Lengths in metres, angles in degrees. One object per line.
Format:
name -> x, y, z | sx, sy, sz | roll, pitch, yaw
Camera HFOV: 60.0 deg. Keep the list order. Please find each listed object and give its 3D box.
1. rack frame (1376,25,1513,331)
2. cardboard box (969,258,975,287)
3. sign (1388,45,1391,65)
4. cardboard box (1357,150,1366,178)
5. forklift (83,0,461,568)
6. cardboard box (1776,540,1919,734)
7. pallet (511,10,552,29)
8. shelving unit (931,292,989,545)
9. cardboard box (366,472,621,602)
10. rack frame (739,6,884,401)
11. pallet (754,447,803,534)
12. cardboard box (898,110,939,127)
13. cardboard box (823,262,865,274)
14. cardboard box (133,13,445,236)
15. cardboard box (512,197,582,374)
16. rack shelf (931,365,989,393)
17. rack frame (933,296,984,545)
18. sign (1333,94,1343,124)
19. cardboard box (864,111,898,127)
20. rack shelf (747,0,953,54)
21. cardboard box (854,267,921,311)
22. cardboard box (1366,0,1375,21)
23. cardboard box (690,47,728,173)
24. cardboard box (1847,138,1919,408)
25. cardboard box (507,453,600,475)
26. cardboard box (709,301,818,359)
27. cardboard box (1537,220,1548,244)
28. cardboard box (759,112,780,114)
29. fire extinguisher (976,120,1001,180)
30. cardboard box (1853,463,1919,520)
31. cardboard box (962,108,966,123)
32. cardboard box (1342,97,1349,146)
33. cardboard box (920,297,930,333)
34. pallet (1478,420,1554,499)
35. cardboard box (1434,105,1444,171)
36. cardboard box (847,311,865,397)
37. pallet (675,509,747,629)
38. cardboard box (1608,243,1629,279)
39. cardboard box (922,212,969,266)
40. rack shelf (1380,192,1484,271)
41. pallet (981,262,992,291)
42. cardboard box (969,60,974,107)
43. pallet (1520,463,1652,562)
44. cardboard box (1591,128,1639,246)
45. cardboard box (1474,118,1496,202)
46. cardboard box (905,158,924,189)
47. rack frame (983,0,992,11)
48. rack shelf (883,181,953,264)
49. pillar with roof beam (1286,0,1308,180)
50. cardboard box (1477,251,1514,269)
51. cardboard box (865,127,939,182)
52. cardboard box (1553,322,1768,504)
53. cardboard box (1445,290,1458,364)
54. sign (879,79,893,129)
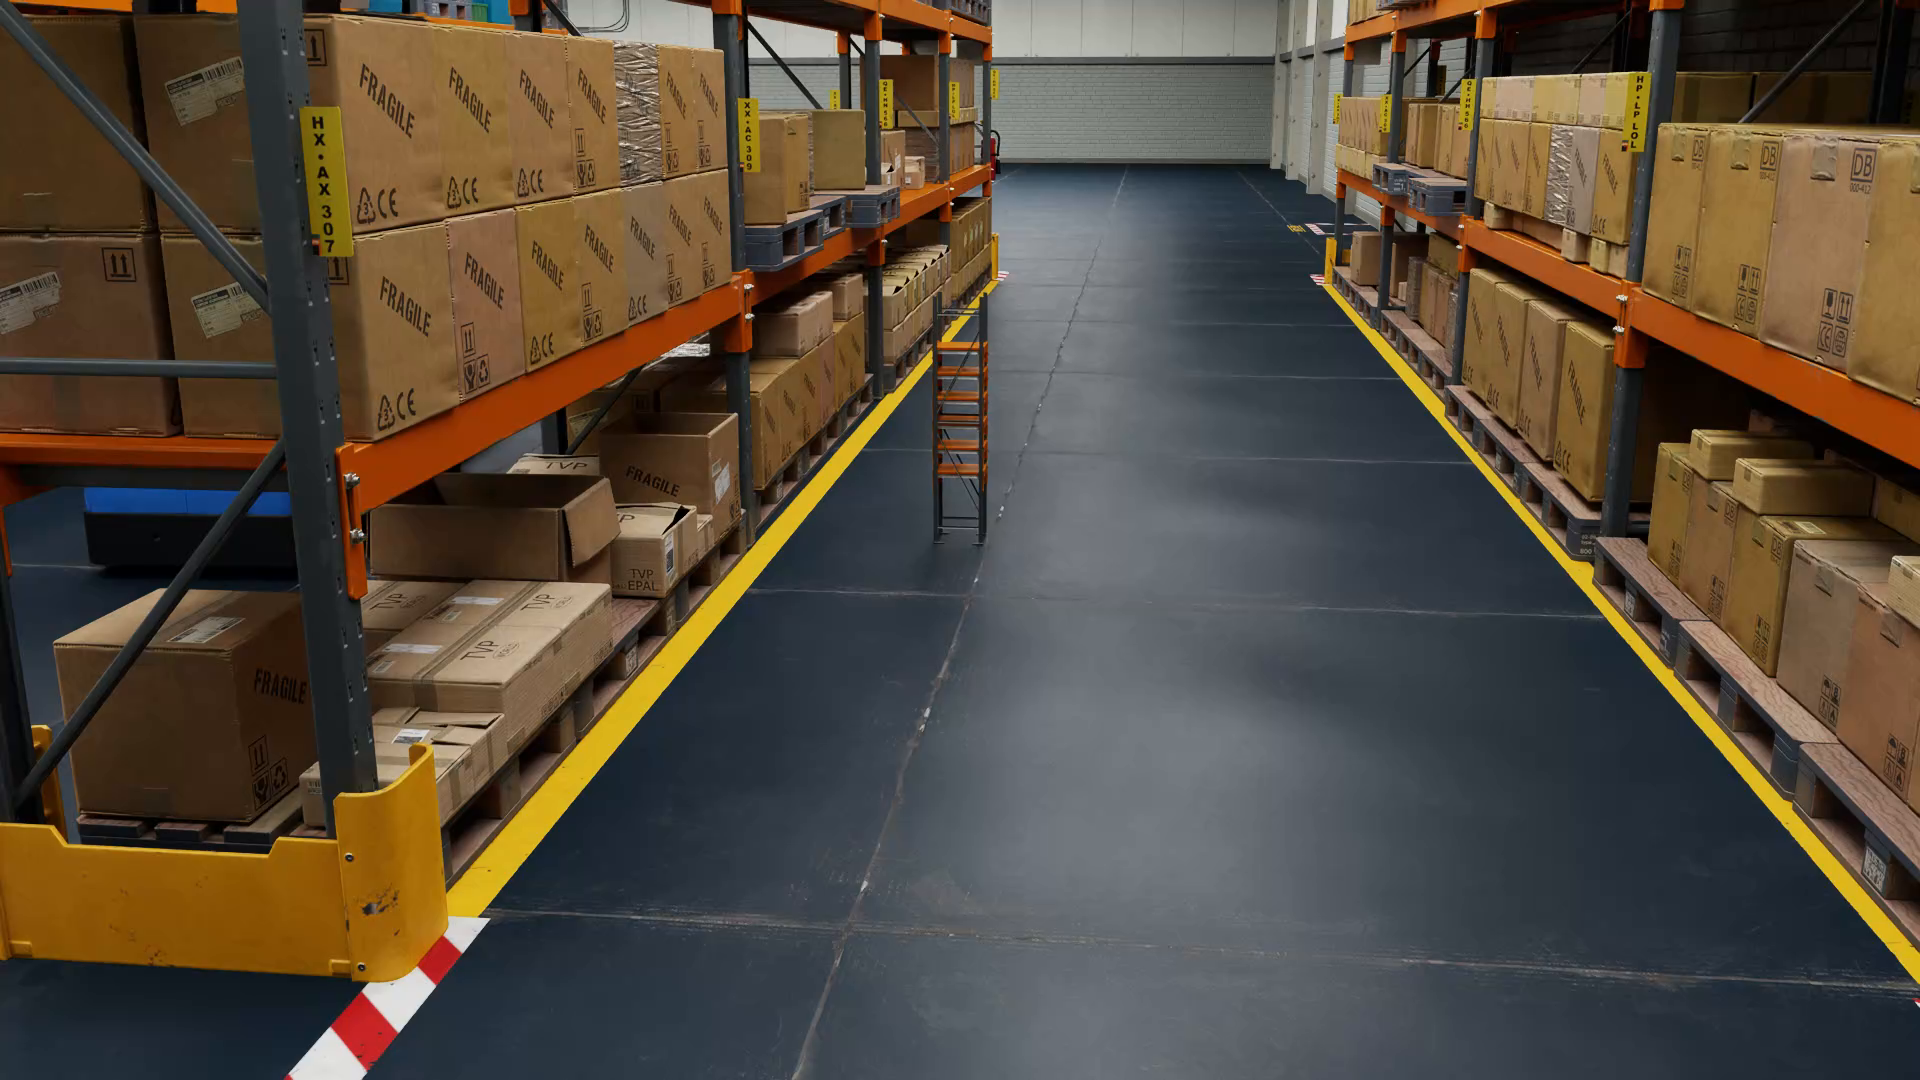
rack frame -> 4.326, -3.361, 14.843 | 1.000, 3.000, 0.127 | 2, 15, 6
cardboard box -> -0.120, -2.751, 17.053 | 0.500, 0.250, 0.500 | 2, 15, 6
sign -> 6.651, -7.505, 25.730 | 0.001, 0.298, 0.199 | 2, 15, 6
cardboard box -> 4.184, -3.689, 16.309 | 0.500, 0.250, 0.500 | 2, 15, 6
forklift -> -3.339, -1.620, 8.540 | 1.130, 2.935, 3.031 | 1, 15, 3
cardboard box -> 3.064, 0.311, 5.250 | 0.700, 0.500, 0.500 | 1, 15, 4
pallet -> -5.257, -5.835, 18.609 | 1.003, 0.211, 1.213 | 2, 15, 6
shelving unit -> 0.002, -0.583, 8.019 | 0.258, 1.200, 0.189 | 2, 15, 6
cardboard box -> -1.707, 0.050, 6.172 | 0.797, 0.503, 0.637 | 2, 15, 6
rack frame -> -1.048, -2.468, 11.543 | 1.000, 3.000, 0.127 | 2, 15, 6
pallet -> -1.445, -0.296, 8.854 | 1.003, 0.211, 1.213 | 2, 15, 6
cardboard box -> -0.374, -3.931, 15.518 | 0.380, 0.149, 0.250 | 2, 15, 6
cardboard box -> -1.063, -2.153, 13.766 | 0.500, 0.311, 0.500 | 2, 15, 8
cardboard box -> -1.639, -1.031, 4.123 | 0.500, 0.500, 0.500 | 2, 15, 8
cardboard box -> -1.526, -0.813, 5.230 | 0.500, 0.500, 0.500 | 2, 15, 6
rack shelf -> 0.002, -0.772, 7.968 | 0.258, 0.103, 0.180 | 2, 15, 6
rack frame -> -0.009, -0.559, 7.932 | 0.240, 1.200, 0.006 | 2, 15, 6
sign -> 4.238, -4.832, 18.626 | 0.100, 0.325, 0.005 | 2, 15, 6
cardboard box -> -0.779, -3.944, 15.566 | 0.380, 0.149, 0.250 | 2, 15, 6
rack shelf -> -0.823, -4.087, 13.163 | 1.077, 0.370, 4.000 | 2, 15, 6
cardboard box -> -0.587, -2.010, 13.238 | 0.500, 0.311, 0.500 | 1, 15, 5
cardboard box -> 4.301, -5.412, 16.453 | 0.500, 0.500, 0.500 | 3, 15, 10
cardboard box -> -1.299, -1.823, 7.049 | 0.500, 0.500, 0.500 | 2, 15, 7
cardboard box -> 3.090, -0.715, 4.484 | 0.980, 0.700, 0.700 | 2, 15, 6
cardboard box -> -1.762, -0.243, 7.621 | 0.500, 0.311, 0.500 | 2, 15, 6
cardboard box -> -1.090, -1.176, 9.274 | 0.500, 0.250, 0.500 | 2, 15, 6
cardboard box -> 3.445, -1.735, 9.274 | 0.380, 0.149, 0.250 | 2, 15, 7
cardboard box -> -1.362, -2.142, 9.340 | 0.700, 0.500, 0.500 | -2, 15, -8
fire extinguisher -> 0.329, -4.523, 19.289 | 0.296, 0.674, 0.183 | 2, 15, 6
cardboard box -> 3.334, -0.165, 5.768 | 0.380, 0.149, 0.250 | 2, 15, 7
cardboard box -> -0.144, -4.464, 17.489 | 0.380, 0.149, 0.250 | 2, 15, 8
cardboard box -> 4.359, -4.454, 17.701 | 0.500, 0.500, 0.500 | 2, 15, 6
cardboard box -> -0.531, -1.869, 13.791 | 0.500, 0.250, 0.500 | 2, 15, 7
pallet -> 3.570, -0.459, 9.456 | 1.003, 0.211, 1.213 | 2, 15, 6
cardboard box -> 4.121, -3.174, 13.118 | 0.700, 0.500, 0.500 | 4, 16, 14
cardboard box -> -0.921, -1.224, 10.889 | 0.500, 0.500, 0.500 | 2, 15, 8
pallet -> -1.578, 0.094, 7.411 | 1.003, 0.211, 1.213 | 2, 15, 6
cardboard box -> 3.180, -1.270, 7.555 | 0.380, 0.149, 0.250 | 2, 15, 7
cardboard box -> -0.185, -2.984, 16.477 | 0.500, 0.500, 0.500 | 2, 15, 6
rack shelf -> 4.100, -2.495, 13.019 | 1.077, 0.370, 4.000 | 2, 15, 6
pallet -> -0.190, -2.997, 18.842 | 1.003, 0.211, 1.213 | 2, 15, 6
cardboard box -> -0.217, -5.083, 18.537 | 0.700, 0.500, 0.500 | 2, 15, 6
pallet -> 3.435, -0.142, 8.282 | 1.003, 0.211, 1.213 | 2, 15, 6
cardboard box -> 3.224, -1.614, 7.586 | 0.500, 0.500, 0.500 | 1, 15, 5
cardboard box -> 3.565, -2.406, 10.514 | 0.500, 0.500, 0.500 | 2, 15, 8
cardboard box -> -0.514, -3.207, 14.534 | 0.396, 0.266, 0.258 | 1, 15, 5
rack frame -> -0.146, -7.439, 18.433 | 1.000, 3.000, 0.127 | 2, 15, 6
rack shelf -> -0.823, -2.639, 13.555 | 1.077, 0.370, 4.000 | 2, 15, 6
pillar with roof beam -> 3.988, -13.438, 40.620 | 9.100, 9.000, 0.400 | 2, 15, 6
cardboard box -> 4.030, -2.025, 12.414 | 0.500, 0.250, 0.500 | 2, 15, 7
cardboard box -> -0.553, -3.669, 15.793 | 0.700, 0.500, 0.500 | 1, 15, 5
cardboard box -> 3.367, -0.623, 8.033 | 0.750, 0.750, 0.750 | 2, 15, 7
cardboard box -> 3.904, -1.517, 11.972 | 0.700, 0.500, 0.500 | 2, 15, 7
sign -> -0.508, -2.975, 11.352 | 0.100, 0.325, 0.005 | 2, 15, 6
